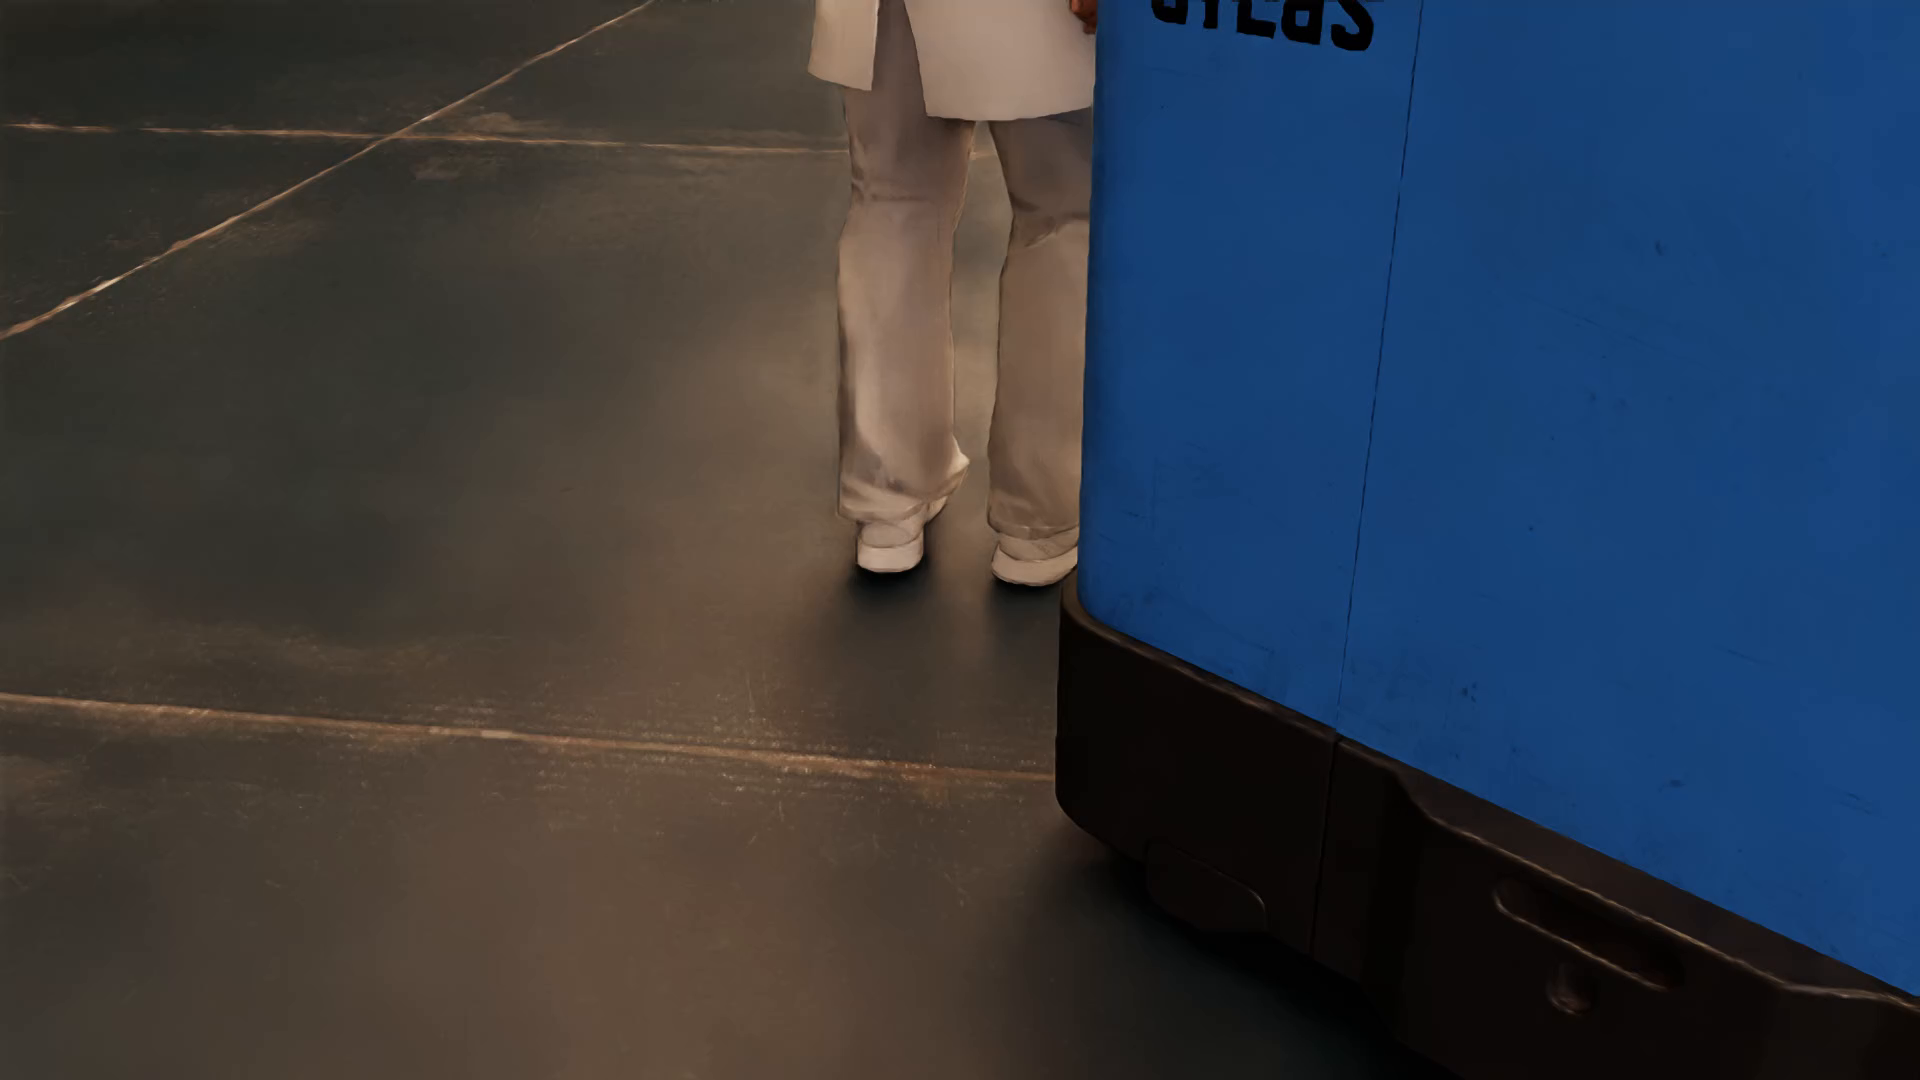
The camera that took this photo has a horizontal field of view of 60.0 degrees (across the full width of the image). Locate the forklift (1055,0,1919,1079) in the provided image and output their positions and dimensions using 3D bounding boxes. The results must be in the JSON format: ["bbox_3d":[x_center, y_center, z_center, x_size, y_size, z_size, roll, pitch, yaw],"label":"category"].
[{"bbox_3d":[1.501,-0.664,0.549,3.031,2.935,1.130,24,35,39],"label":"forklift"}]

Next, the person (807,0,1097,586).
[{"bbox_3d":[0.043,-0.813,2.143,0.585,1.778,0.486,23,35,38],"label":"person"}]
